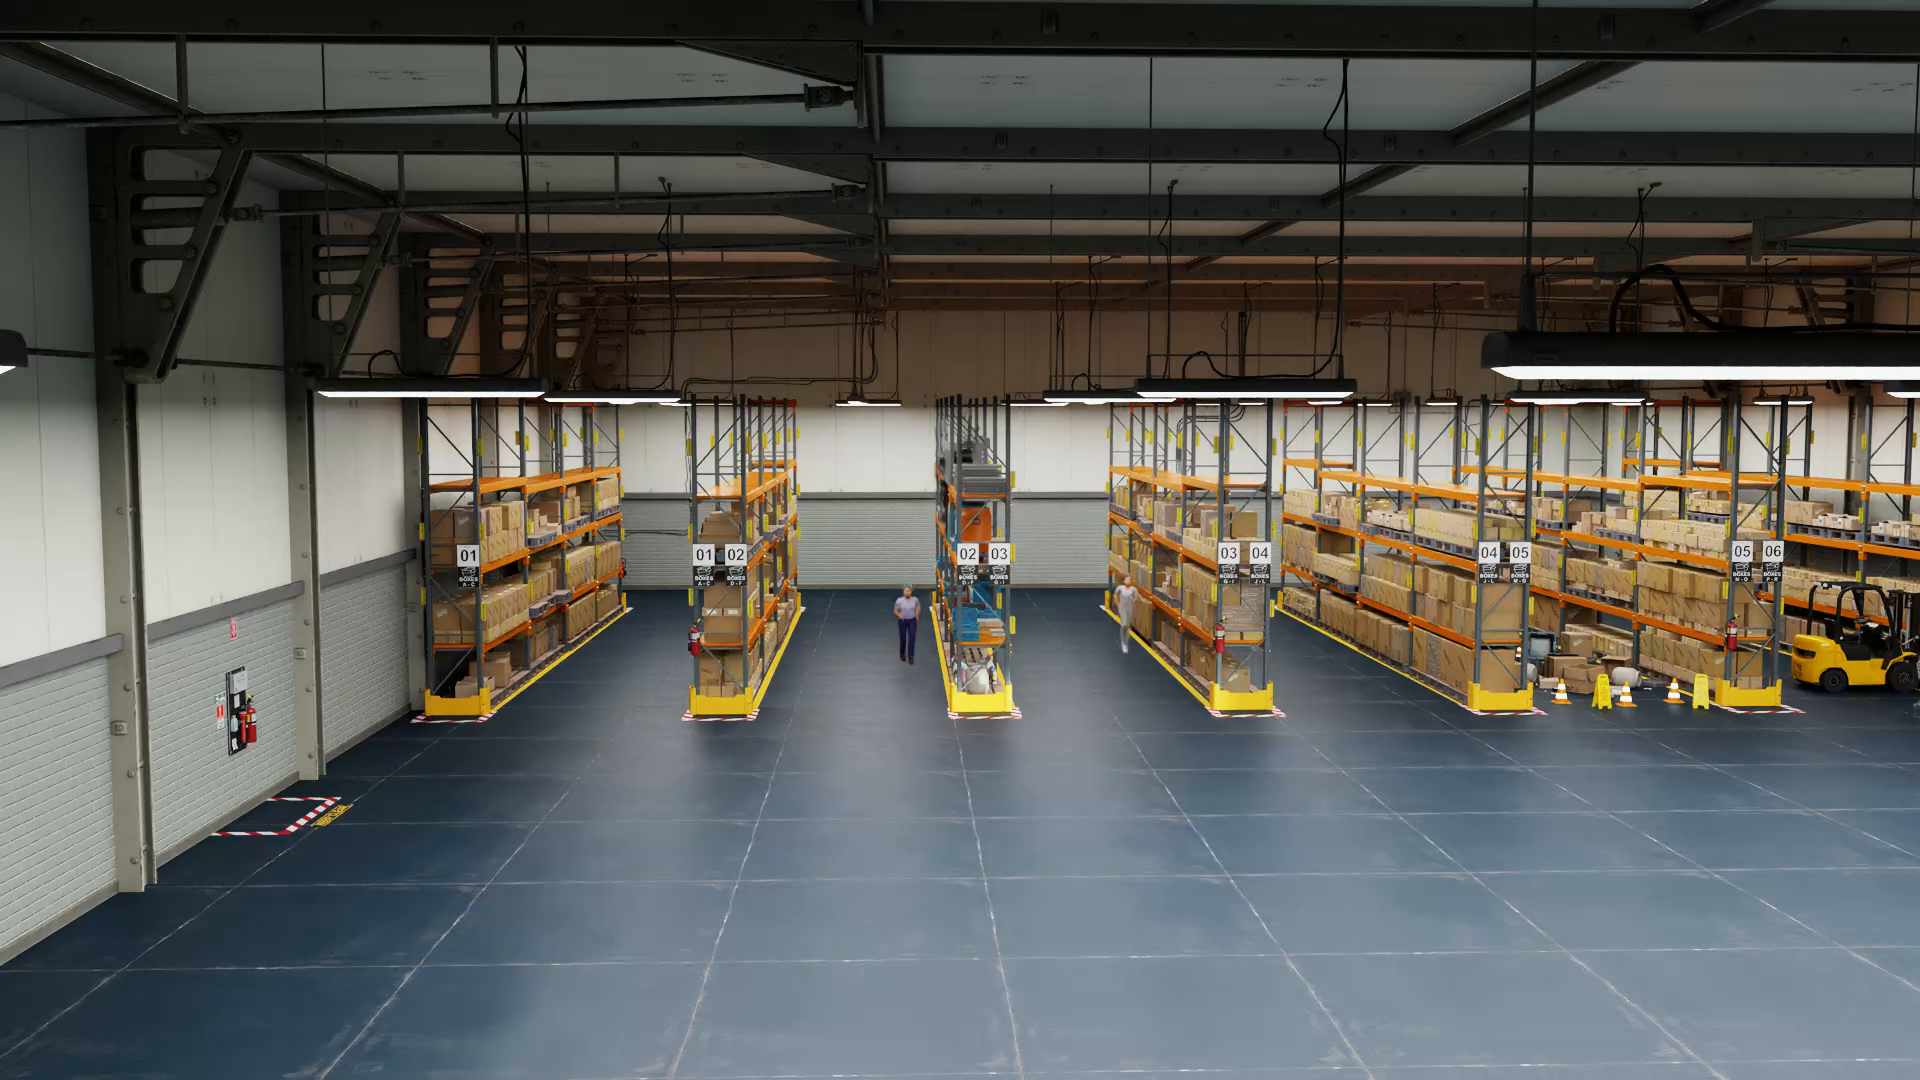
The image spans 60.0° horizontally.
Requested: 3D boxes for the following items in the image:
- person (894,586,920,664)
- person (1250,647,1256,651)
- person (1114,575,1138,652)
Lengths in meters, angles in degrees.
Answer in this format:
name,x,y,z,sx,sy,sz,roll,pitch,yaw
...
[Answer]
name,x,y,z,sx,sy,sz,roll,pitch,yaw
person,-1.131,1.813,35.771,0.592,1.672,0.825,-1,5,-8
person,6.948,1.812,39.485,0.589,1.628,0.576,-1,5,-8
person,3.793,1.654,37.841,0.480,1.756,0.792,-1,5,-12
